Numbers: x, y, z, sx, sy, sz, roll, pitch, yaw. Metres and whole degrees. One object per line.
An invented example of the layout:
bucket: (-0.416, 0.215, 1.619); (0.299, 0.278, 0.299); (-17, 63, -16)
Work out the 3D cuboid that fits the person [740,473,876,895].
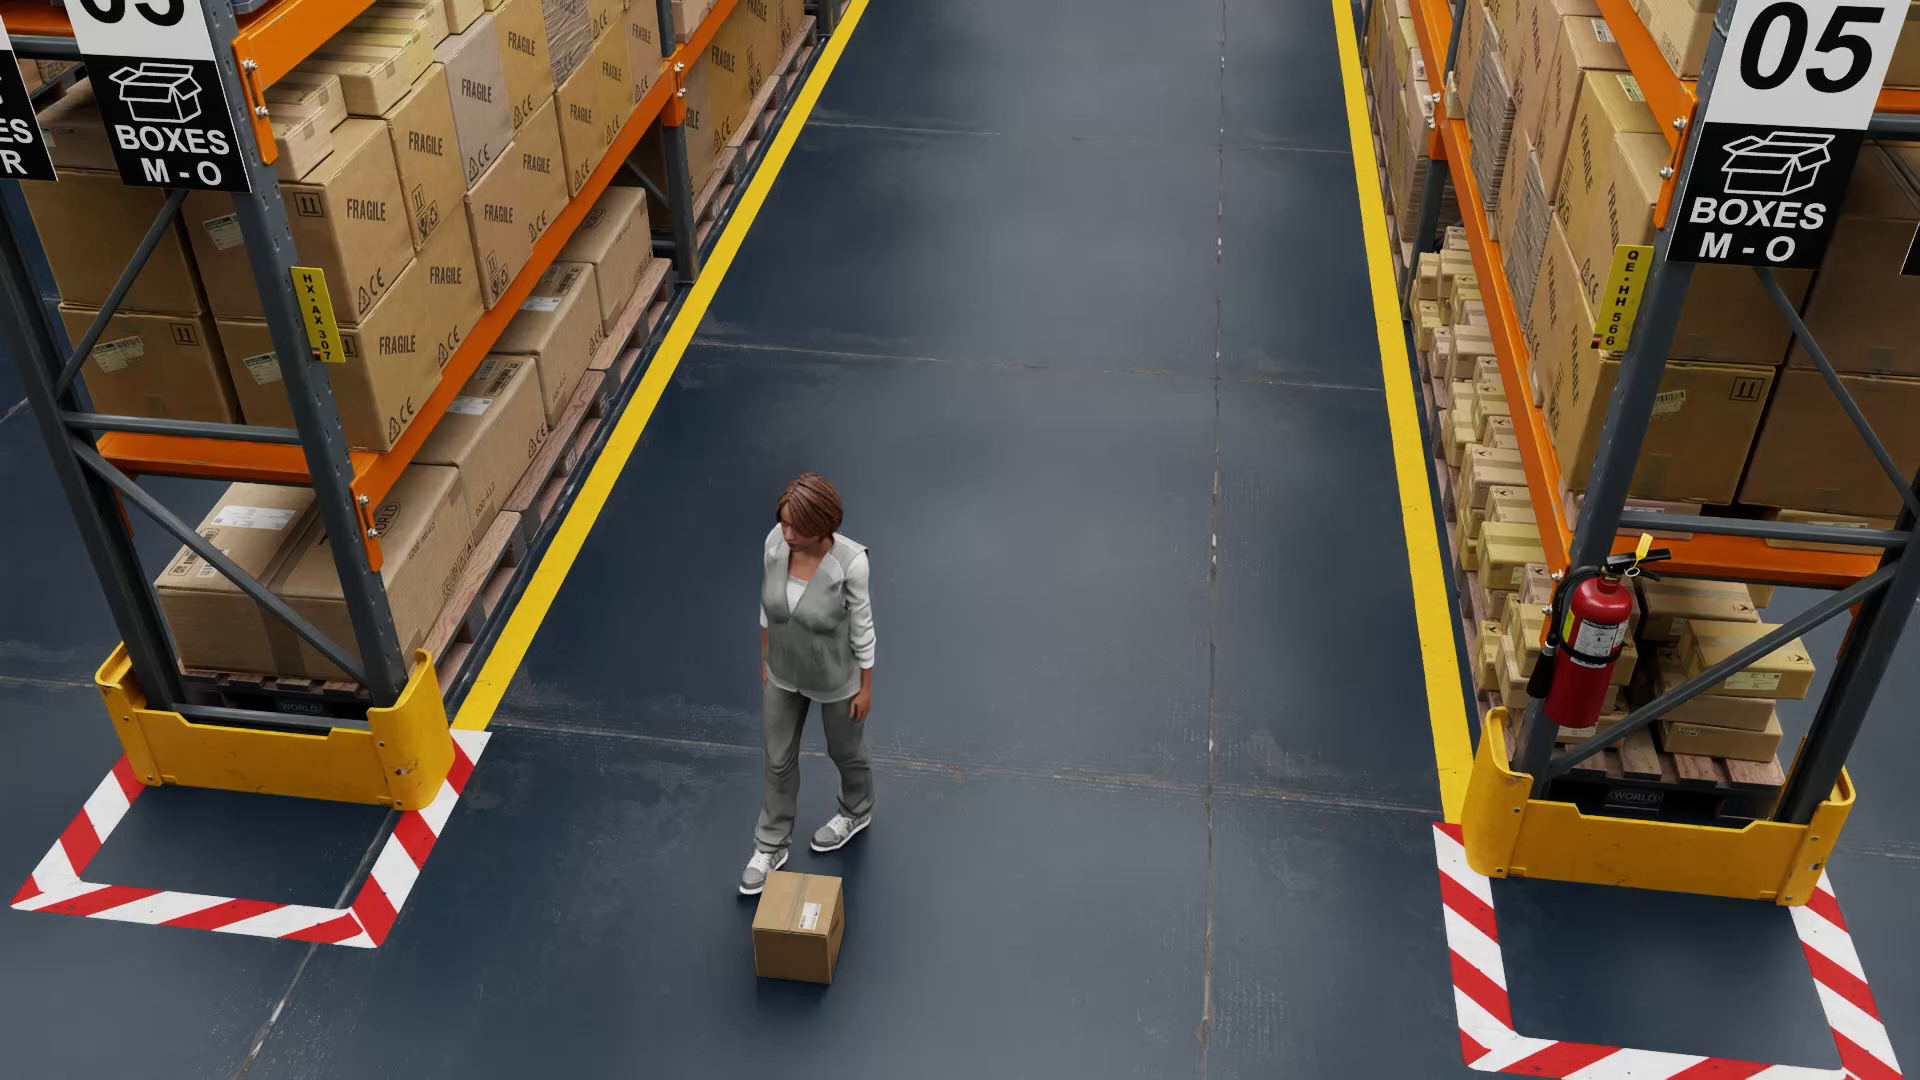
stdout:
person: (-0.510, 0.499, 5.478); (0.421, 1.592, 0.583); (14, 39, 18)
